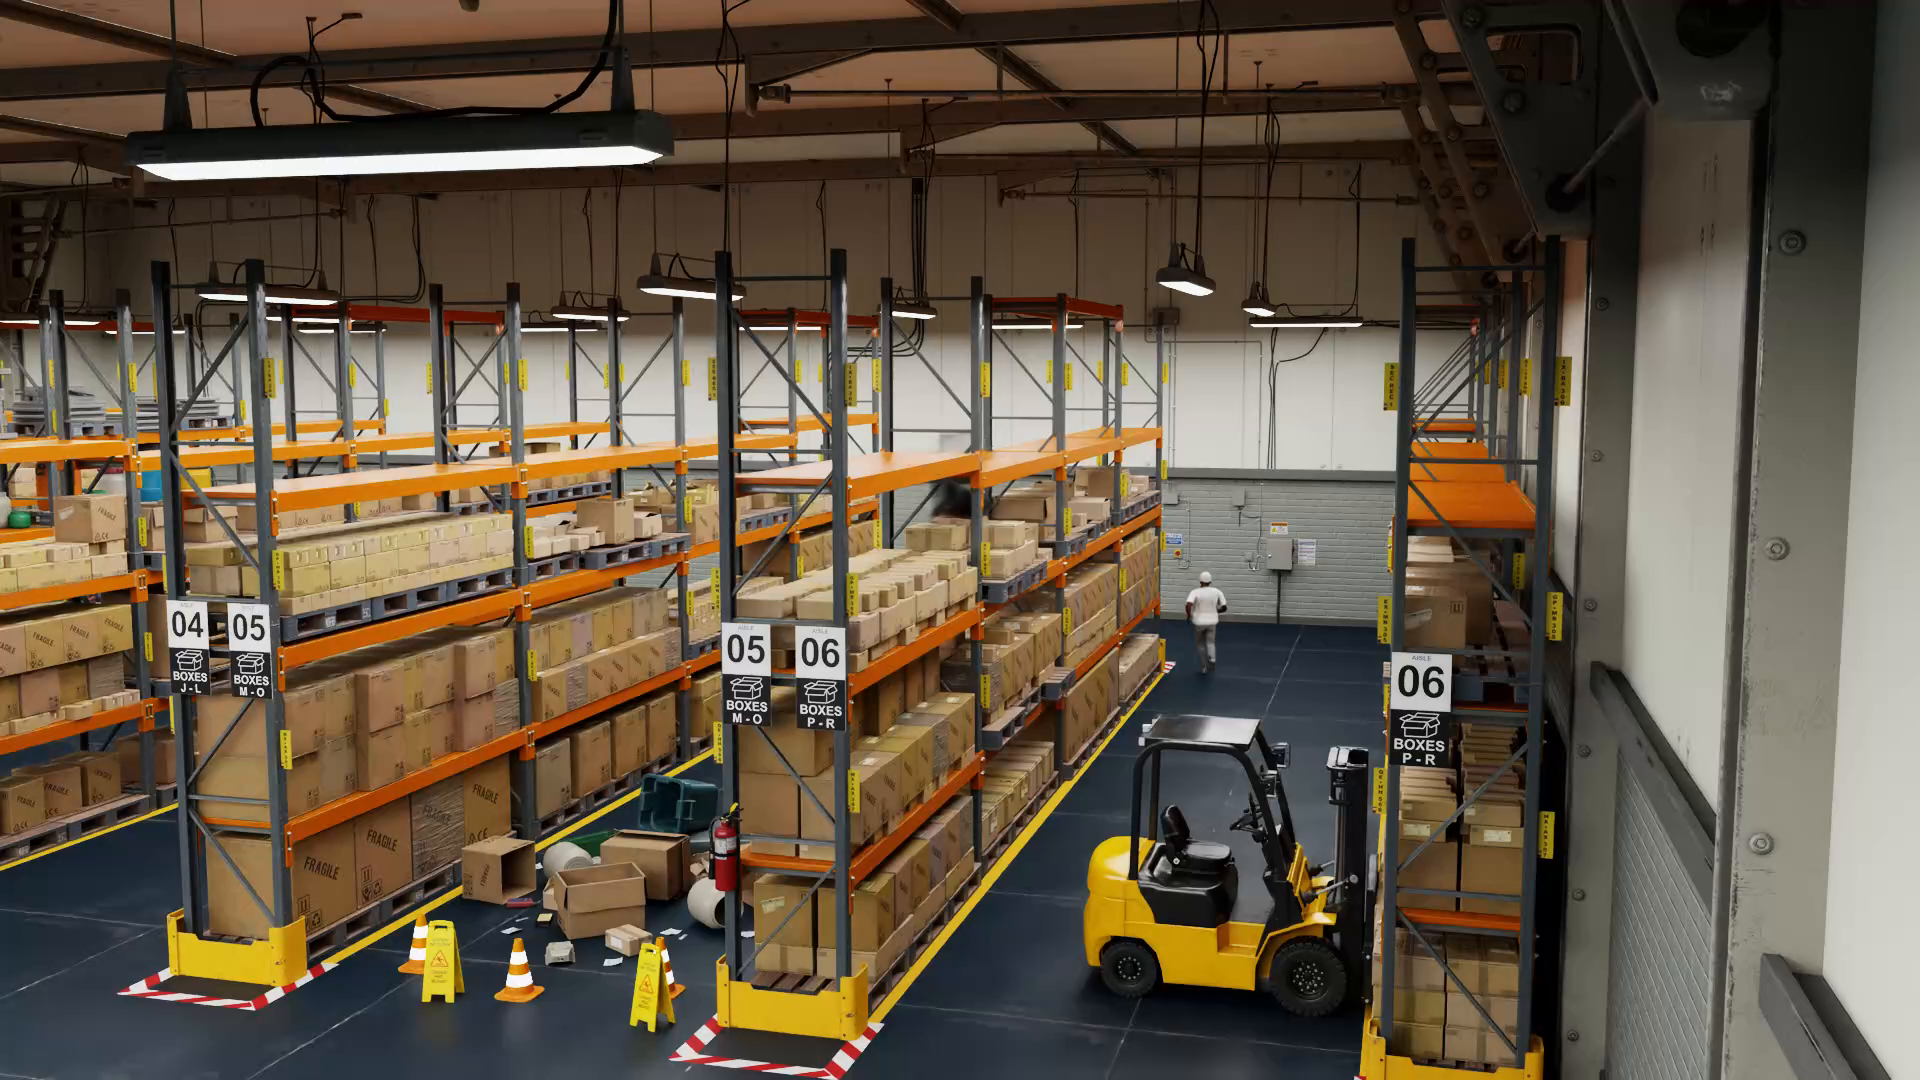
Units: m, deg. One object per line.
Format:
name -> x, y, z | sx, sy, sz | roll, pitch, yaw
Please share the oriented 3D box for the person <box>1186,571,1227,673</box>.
person -> 4.059, 1.387, 27.514 | 0.700, 1.749, 0.919 | 0, 6, 0
